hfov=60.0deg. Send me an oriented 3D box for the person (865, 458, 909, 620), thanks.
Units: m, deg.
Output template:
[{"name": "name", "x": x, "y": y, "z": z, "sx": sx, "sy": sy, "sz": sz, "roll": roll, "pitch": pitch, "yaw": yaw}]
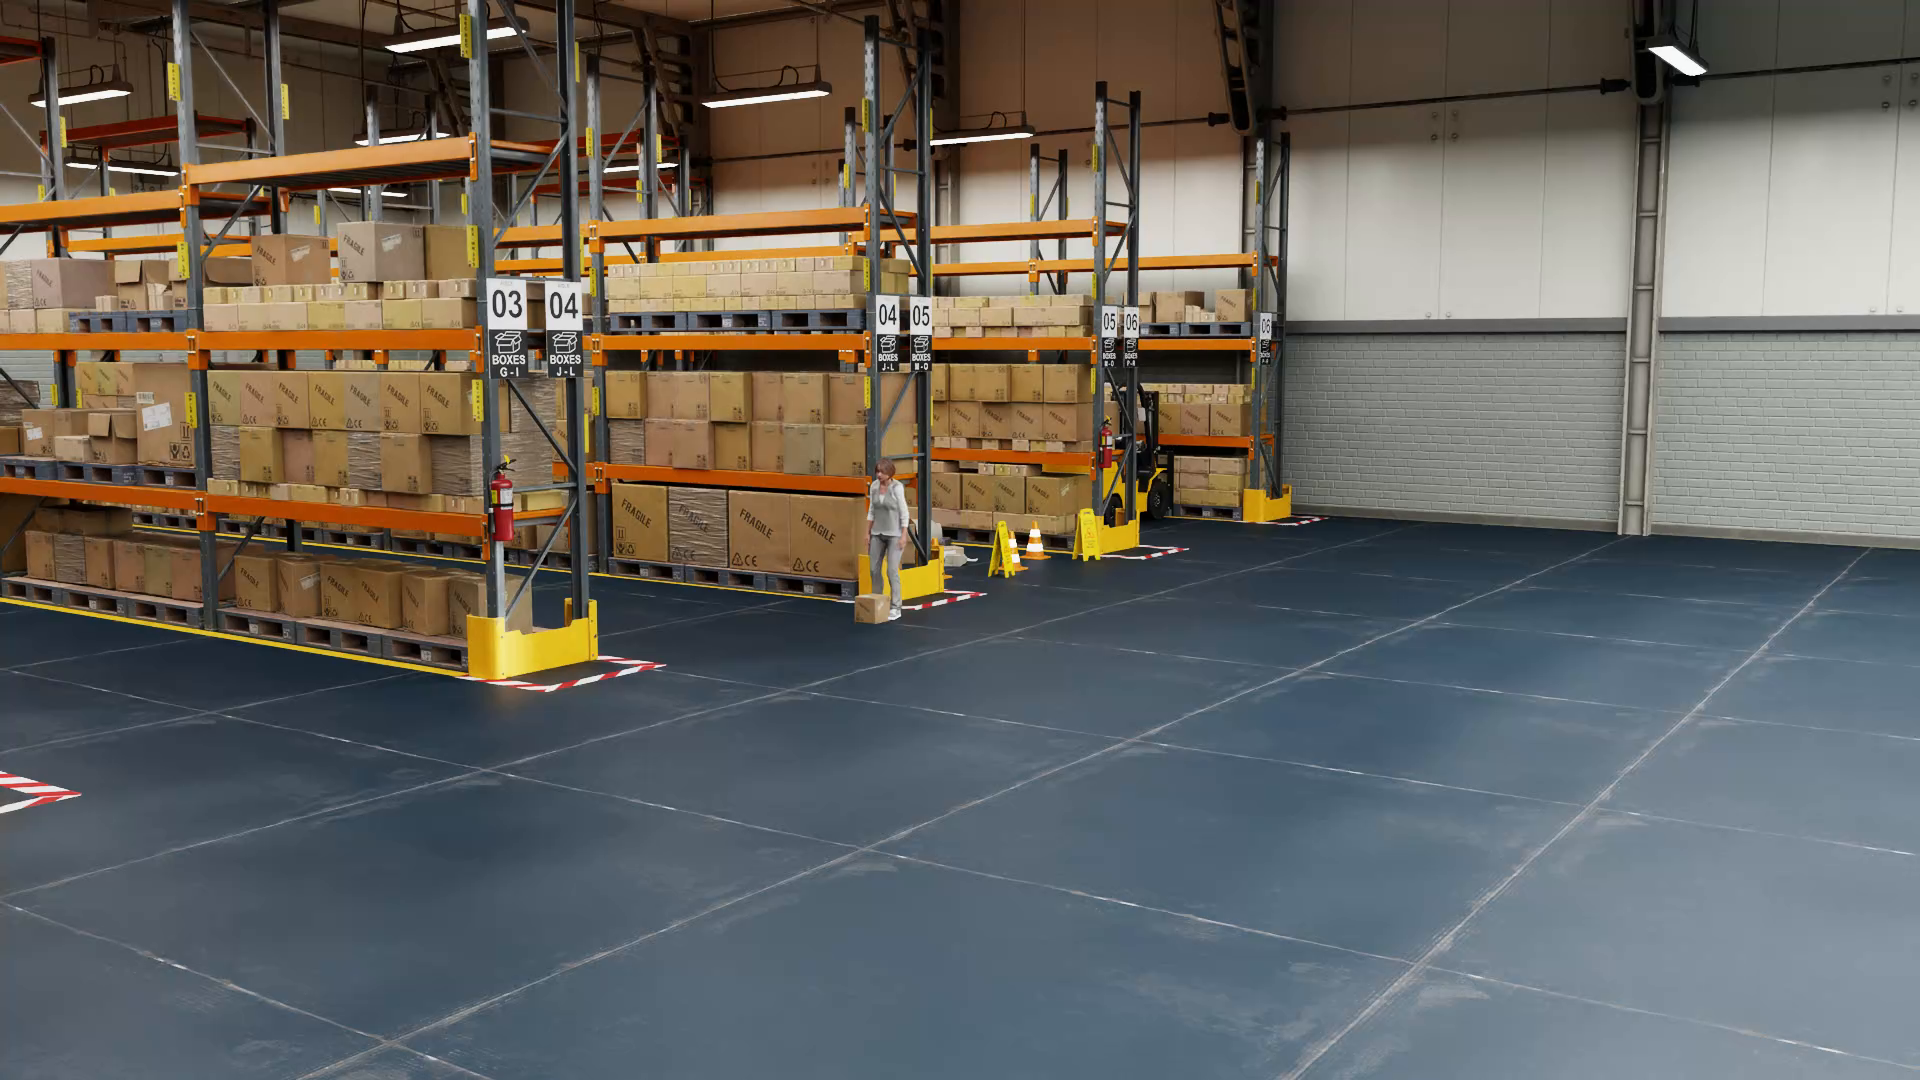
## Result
[{"name": "person", "x": -0.725, "y": -0.020, "z": 16.374, "sx": 0.485, "sy": 1.593, "sz": 0.344, "roll": 4, "pitch": 8, "yaw": 30}]
